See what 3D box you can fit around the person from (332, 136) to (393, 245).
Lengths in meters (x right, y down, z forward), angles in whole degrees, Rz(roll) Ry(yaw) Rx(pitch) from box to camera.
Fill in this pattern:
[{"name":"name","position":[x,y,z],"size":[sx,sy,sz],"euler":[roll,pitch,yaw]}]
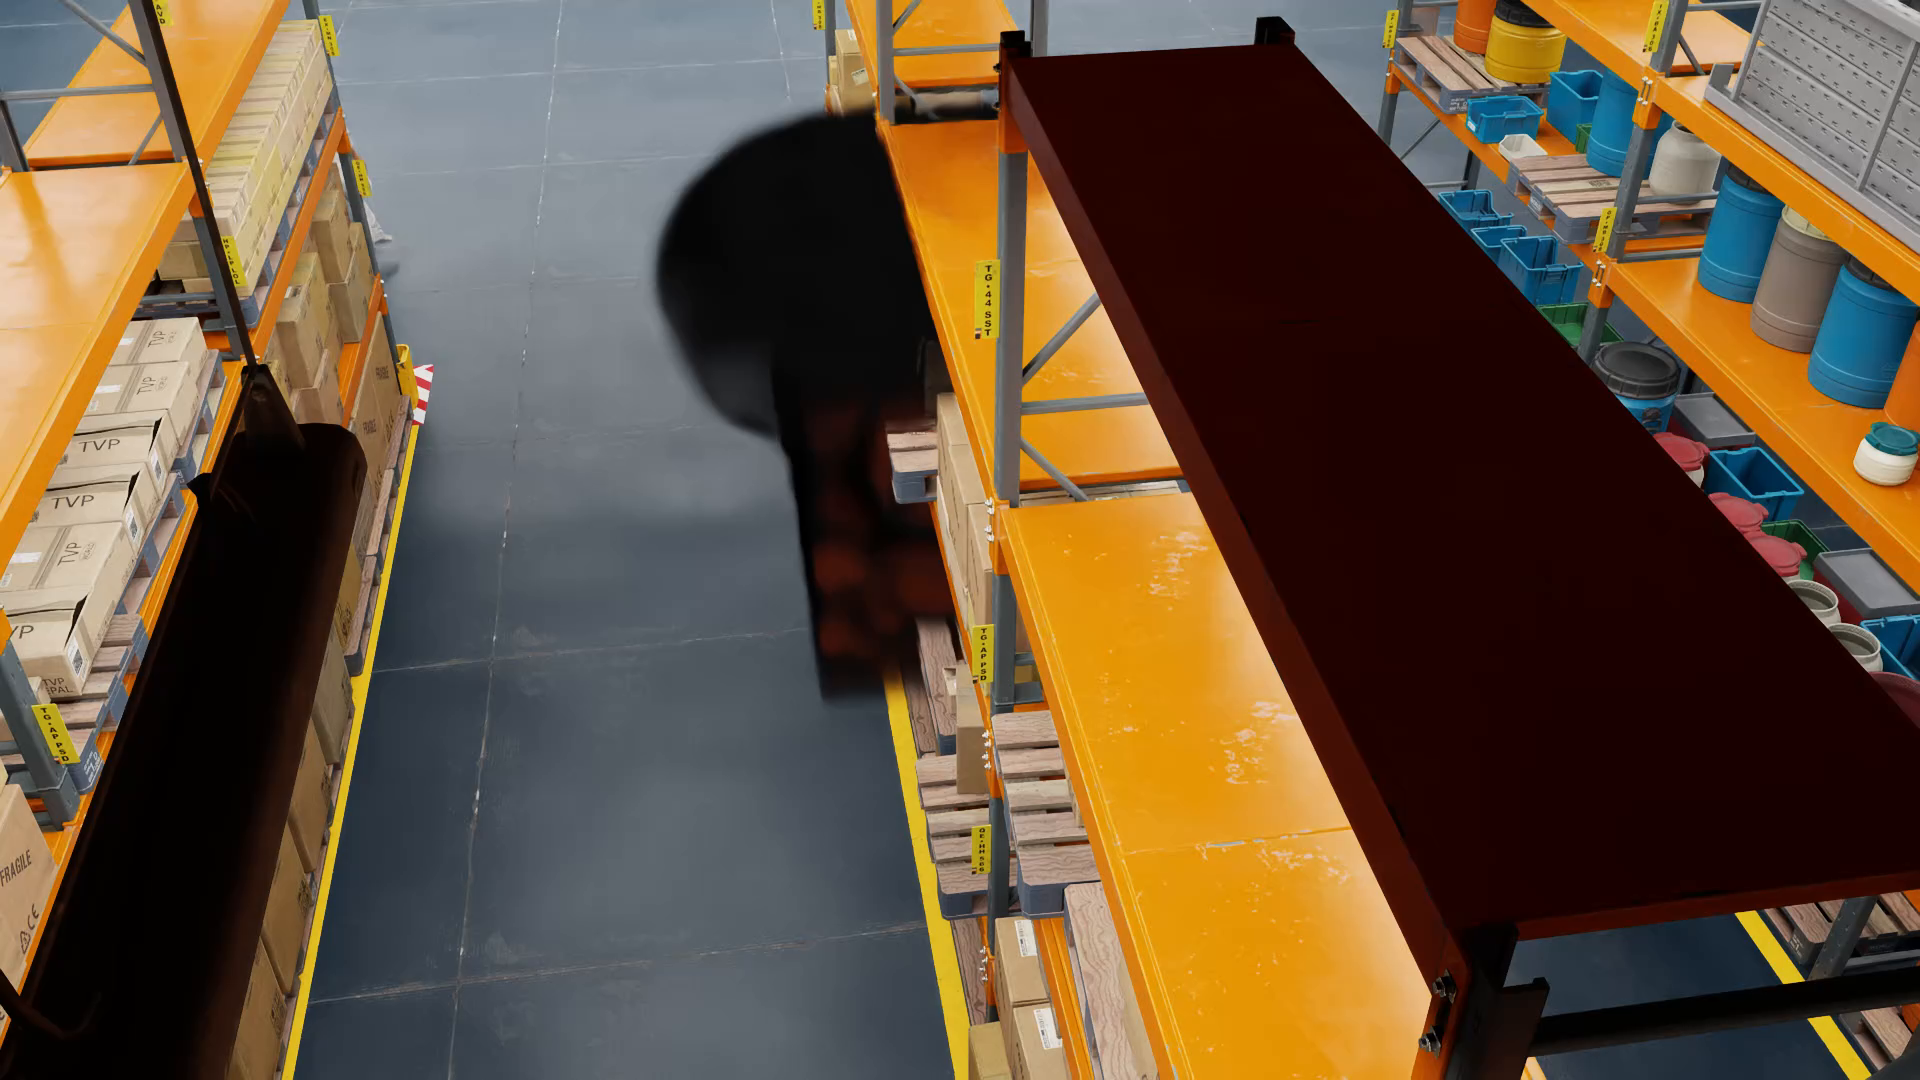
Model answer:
[{"name":"person","position":[-6.374,-3.708,17.020],"size":[0.778,1.745,0.590],"euler":[-18,40,-23]}]
